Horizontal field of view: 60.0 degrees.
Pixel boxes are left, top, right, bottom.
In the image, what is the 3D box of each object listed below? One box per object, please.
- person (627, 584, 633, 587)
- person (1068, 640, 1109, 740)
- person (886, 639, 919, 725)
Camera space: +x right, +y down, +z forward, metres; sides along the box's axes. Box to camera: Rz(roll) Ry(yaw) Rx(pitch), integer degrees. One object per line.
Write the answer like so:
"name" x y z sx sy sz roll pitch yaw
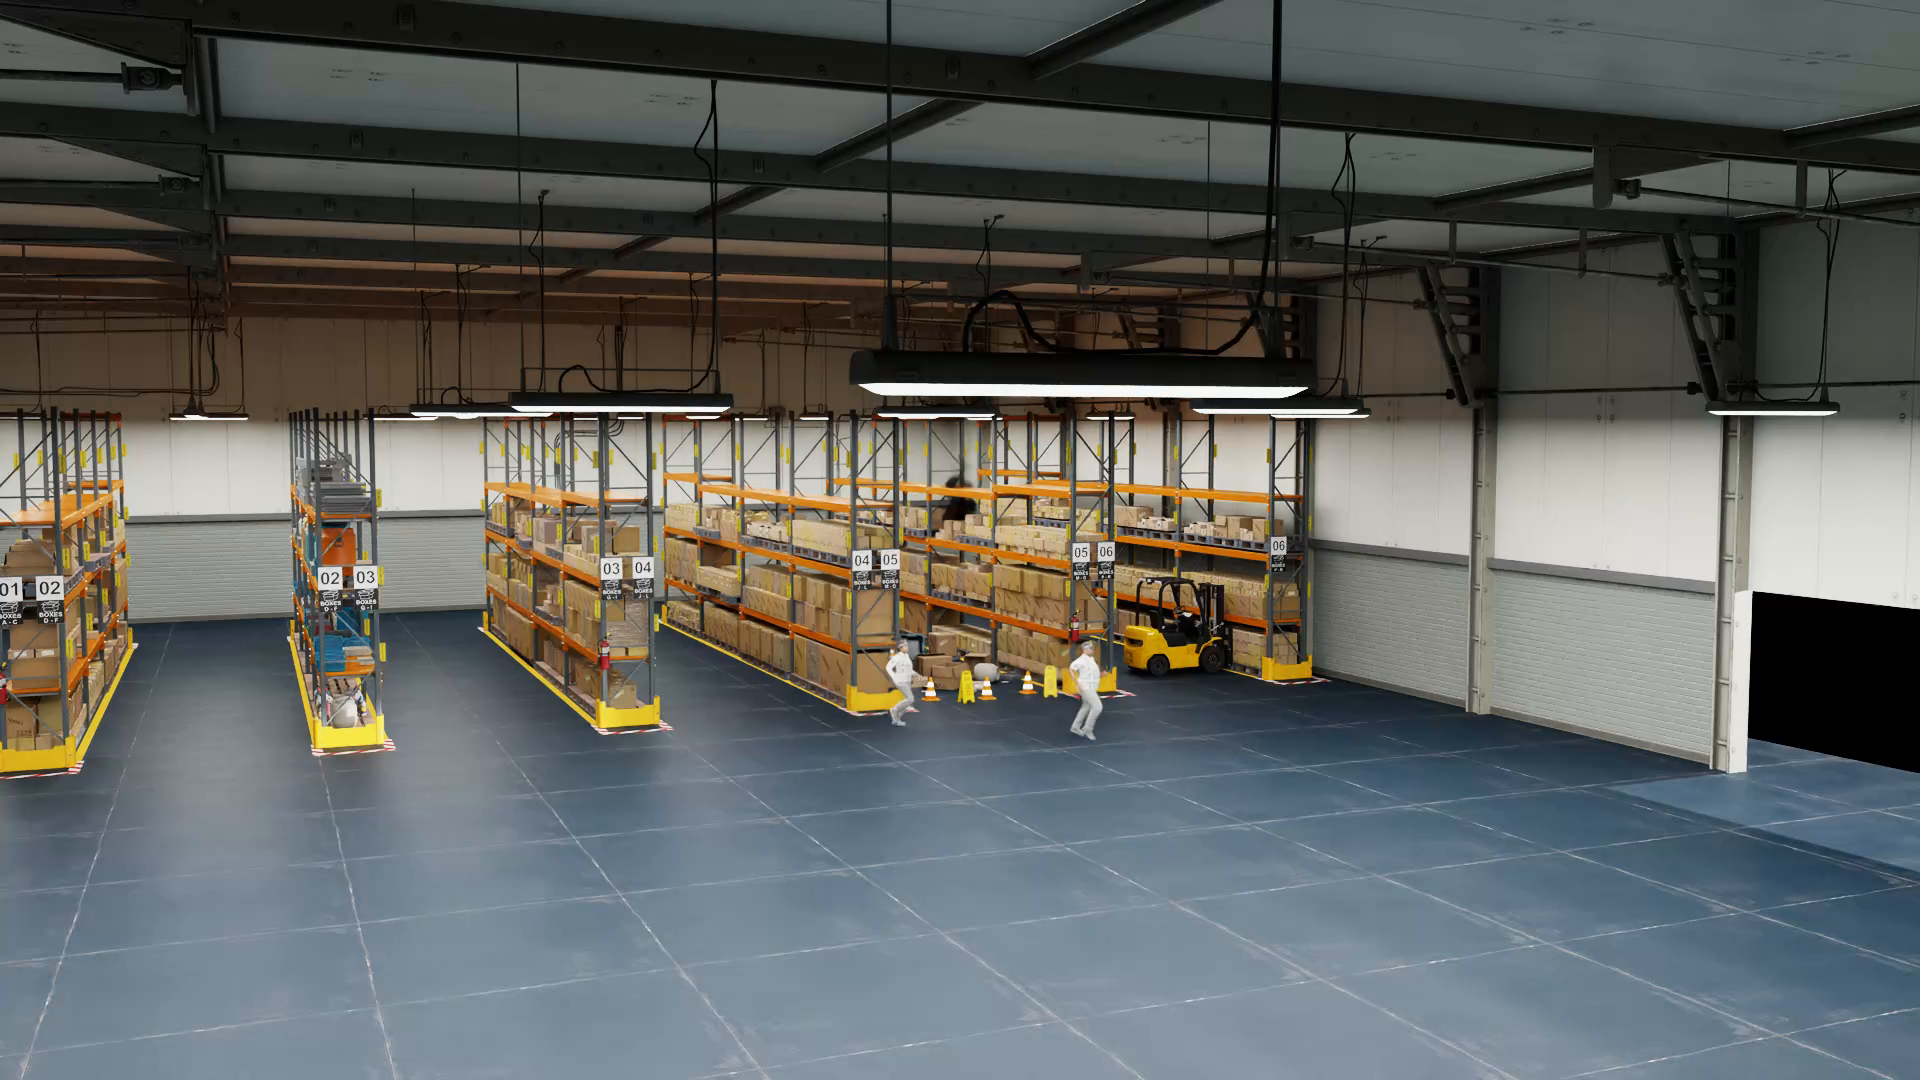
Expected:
"person" -9.610 1.513 48.204 0.732 1.662 0.987 2 4 22
"person" 2.347 2.732 30.210 0.731 1.828 0.635 2 4 21
"person" -1.032 2.693 31.463 0.549 1.656 0.604 2 4 26
